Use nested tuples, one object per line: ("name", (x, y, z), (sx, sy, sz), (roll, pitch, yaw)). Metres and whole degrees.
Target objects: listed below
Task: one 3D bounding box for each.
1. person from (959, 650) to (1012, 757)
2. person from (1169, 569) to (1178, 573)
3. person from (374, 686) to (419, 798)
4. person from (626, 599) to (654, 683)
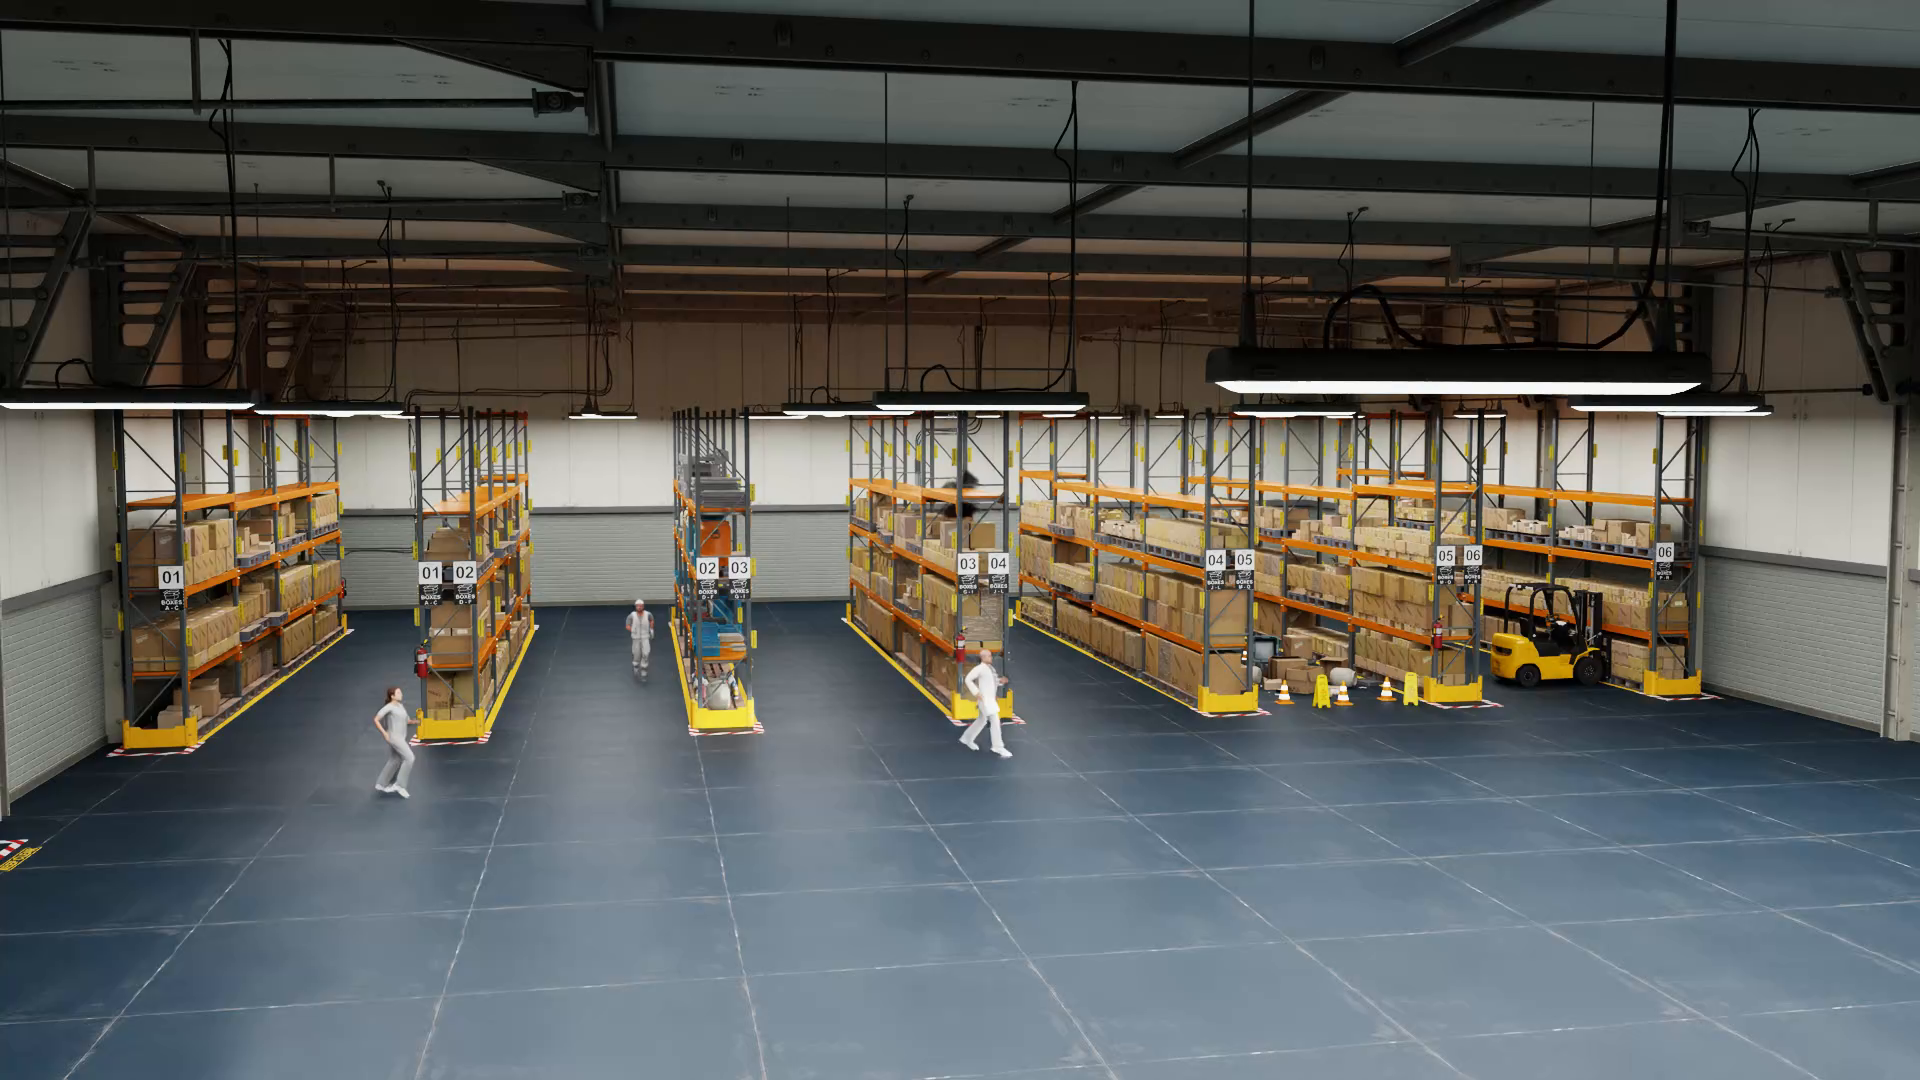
("person", (0.442, 2.784, 28.548), (0.983, 1.812, 0.689), (1, 4, 16))
("person", (6.540, 1.350, 50.851), (0.516, 1.558, 0.592), (0, 4, 5))
("person", (-8.619, 3.082, 25.421), (0.726, 1.711, 0.532), (0, 4, 1))
("person", (-7.082, 2.218, 36.801), (0.608, 1.833, 0.855), (-1, 4, -11))
